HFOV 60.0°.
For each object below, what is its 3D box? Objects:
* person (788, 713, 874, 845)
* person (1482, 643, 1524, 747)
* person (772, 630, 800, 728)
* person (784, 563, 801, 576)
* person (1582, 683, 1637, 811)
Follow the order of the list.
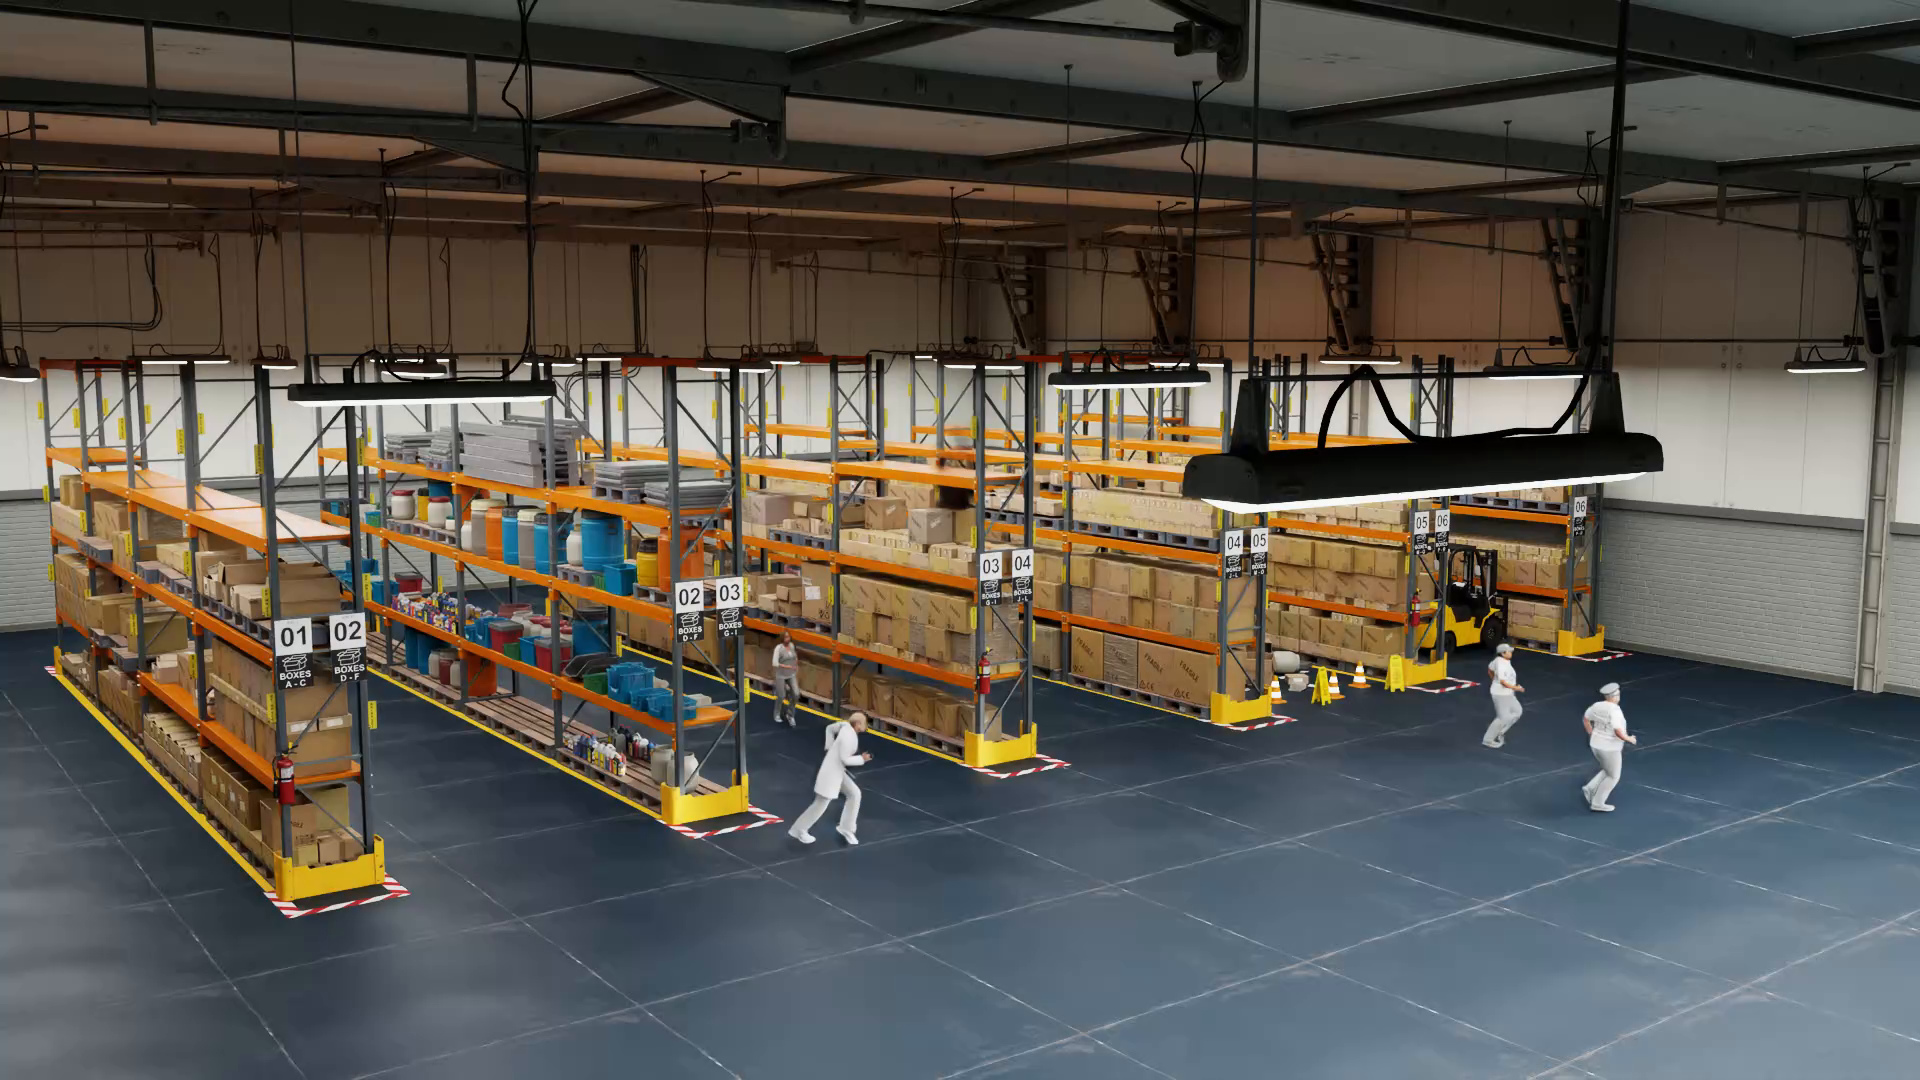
[{"bbox_3d":[-1.624,3.023,20.908,1.077,1.733,0.750,-1,7,-5],"label":"person"},{"bbox_3d":[8.477,2.411,25.920,0.598,1.631,0.608,2,7,14],"label":"person"},{"bbox_3d":[-2.843,2.286,27.279,0.550,1.601,0.684,-5,8,-35],"label":"person"},{"bbox_3d":[-4.314,0.433,42.473,0.734,1.653,0.585,-5,9,-38],"label":"person"},{"bbox_3d":[8.759,2.782,22.386,0.592,1.736,0.675,-1,7,-10],"label":"person"}]
